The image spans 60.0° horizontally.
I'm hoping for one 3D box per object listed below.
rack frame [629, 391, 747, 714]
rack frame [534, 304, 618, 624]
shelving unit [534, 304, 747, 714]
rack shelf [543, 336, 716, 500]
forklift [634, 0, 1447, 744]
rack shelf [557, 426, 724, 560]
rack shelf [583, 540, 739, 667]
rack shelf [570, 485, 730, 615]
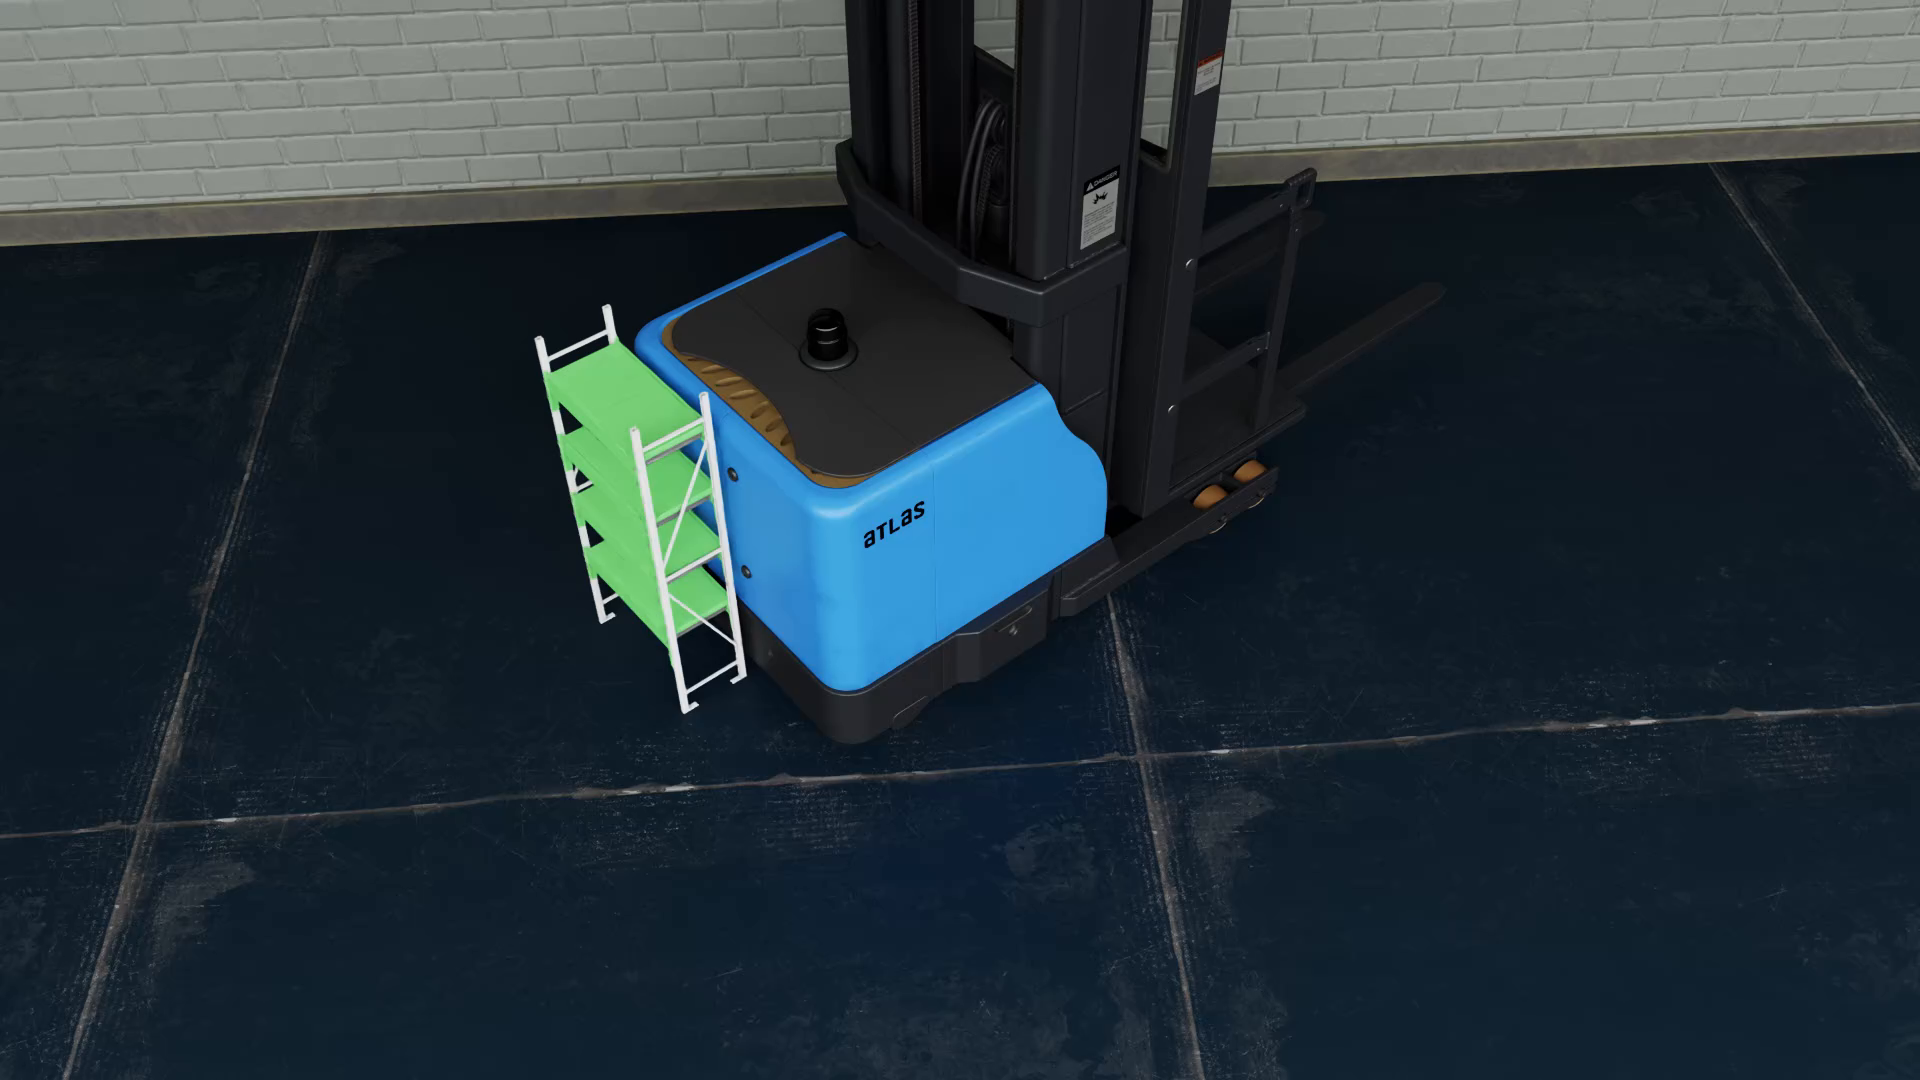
[{"bbox_3d":[-0.777,0.073,4.853,0.240,1.200,0.015,-31,54,-27],"label":"rack frame"},{"bbox_3d":[-1.092,-0.198,5.109,0.240,1.200,0.015,-31,54,-27],"label":"rack frame"},{"bbox_3d":[-0.934,-0.062,4.981,0.258,1.200,0.503,-31,54,-27],"label":"shelving unit"},{"bbox_3d":[-0.932,-0.350,4.680,0.258,0.148,0.480,-31,54,-27],"label":"rack shelf"},{"bbox_3d":[0.485,-1.300,4.962,3.031,2.935,1.130,-31,54,-26],"label":"forklift"},{"bbox_3d":[-0.933,-0.184,4.854,0.258,0.148,0.480,-31,54,-27],"label":"rack shelf"},{"bbox_3d":[-0.936,0.148,5.201,0.258,0.148,0.480,-31,54,-27],"label":"rack shelf"},{"bbox_3d":[-0.935,-0.018,5.027,0.258,0.148,0.480,-31,54,-27],"label":"rack shelf"}]
